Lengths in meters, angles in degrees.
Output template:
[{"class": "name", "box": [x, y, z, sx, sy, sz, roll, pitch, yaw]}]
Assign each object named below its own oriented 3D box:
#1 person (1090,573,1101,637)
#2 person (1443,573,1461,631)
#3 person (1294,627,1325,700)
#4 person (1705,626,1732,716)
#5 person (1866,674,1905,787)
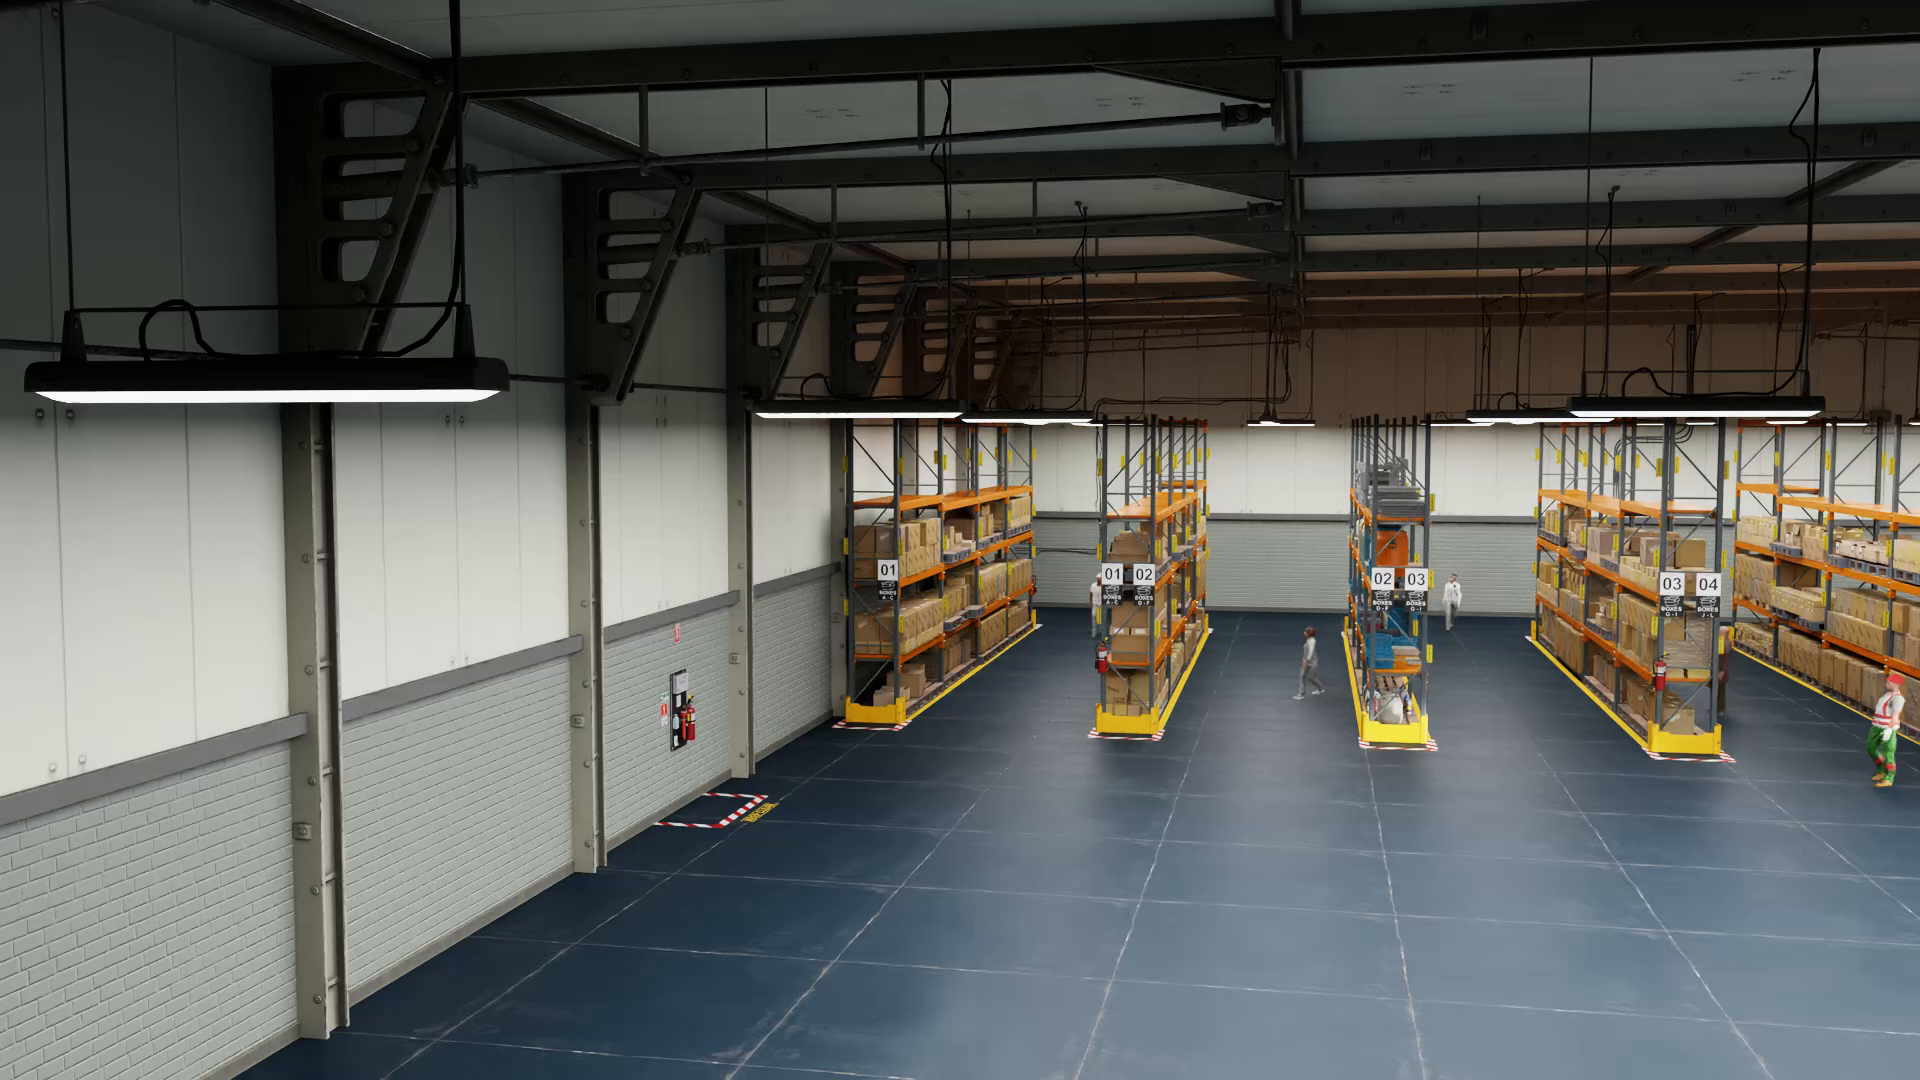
[{"class": "person", "box": [3.886, 1.795, 46.215, 0.643, 1.749, 0.994, 1, 4, 14]}, {"class": "person", "box": [14.008, 1.747, 47.353, 0.452, 1.637, 0.977, 0, 4, 5]}, {"class": "person", "box": [7.444, 2.594, 35.169, 0.846, 1.541, 0.415, -2, 5, -33]}, {"class": "person", "box": [15.213, 2.611, 33.360, 0.496, 1.787, 0.587, 2, 4, 30]}, {"class": "person", "box": [14.862, 3.041, 26.715, 0.534, 1.781, 0.607, -1, 4, -14]}]
